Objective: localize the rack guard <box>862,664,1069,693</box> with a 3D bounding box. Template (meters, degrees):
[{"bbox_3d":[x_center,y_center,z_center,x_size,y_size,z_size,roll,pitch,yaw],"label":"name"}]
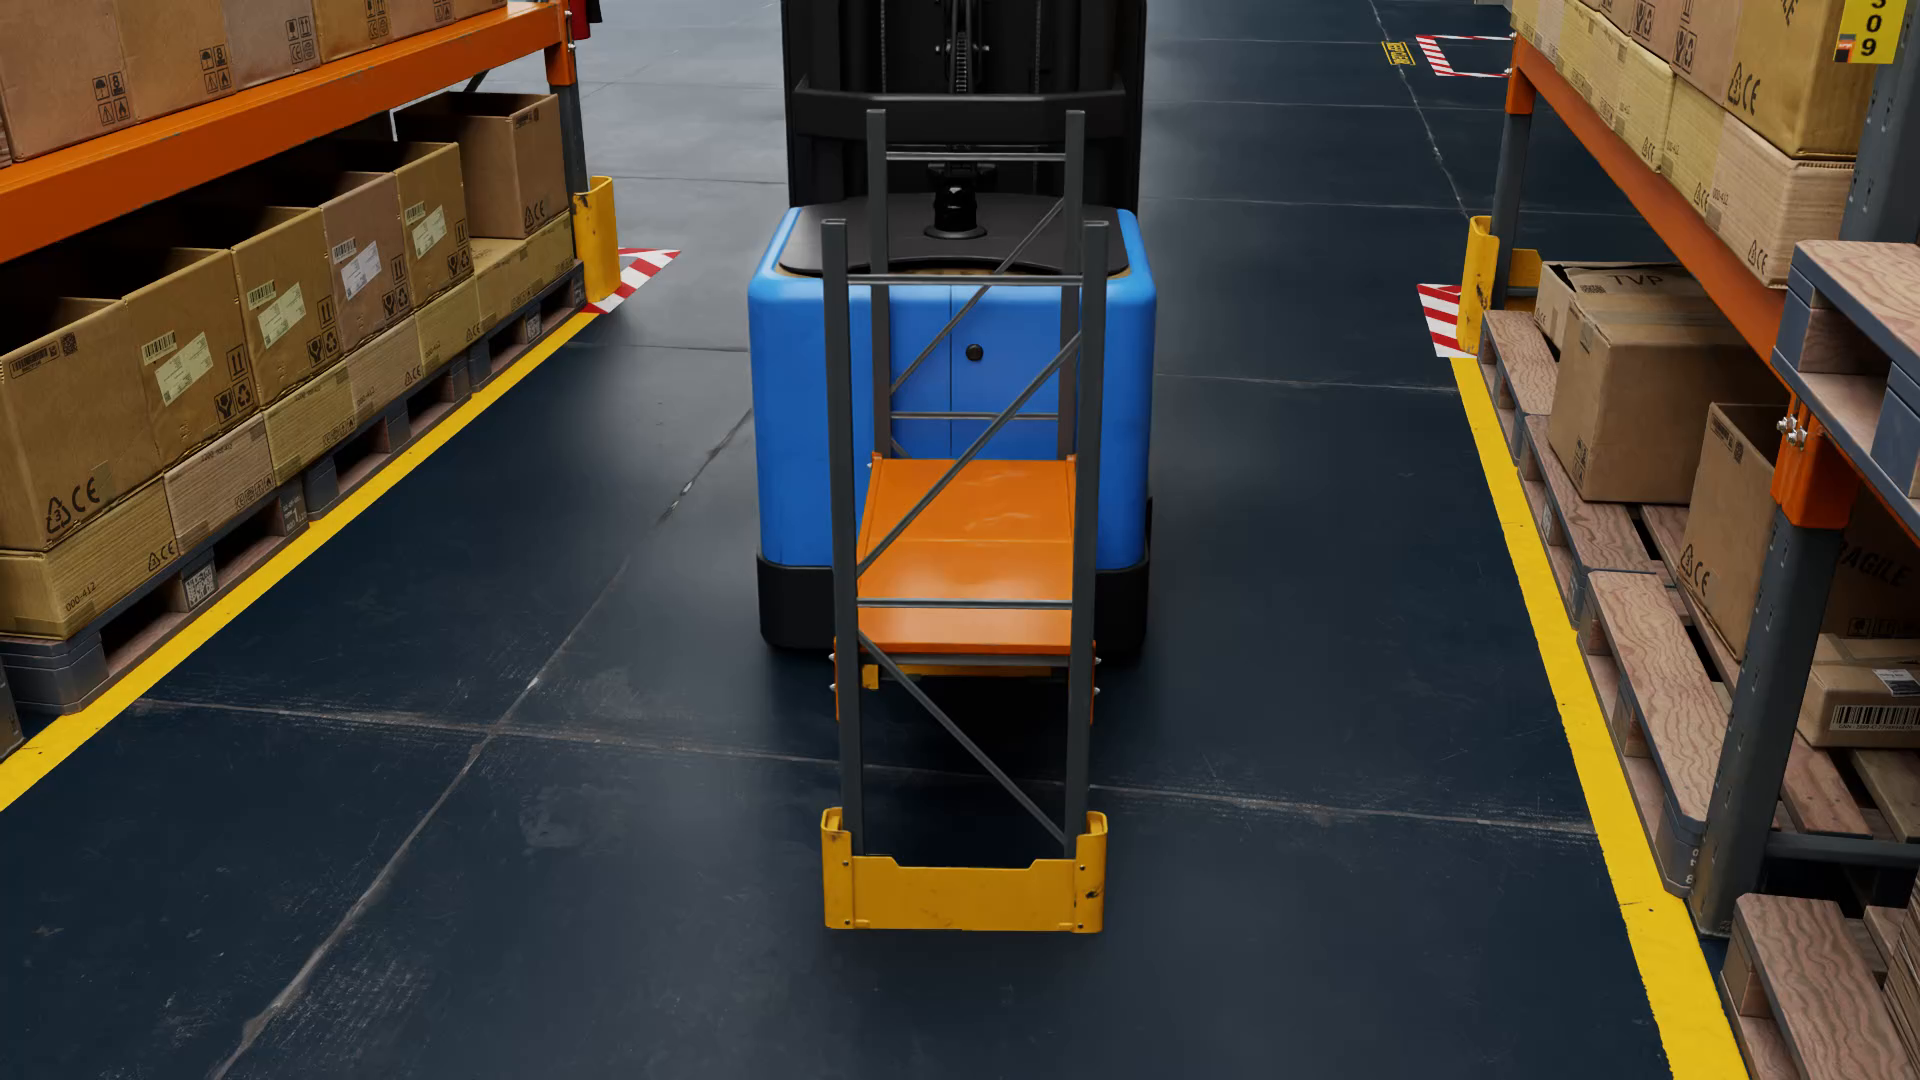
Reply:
[{"bbox_3d":[0.035,0.270,4.379,0.587,0.250,0.087,1,25,1],"label":"rack guard"}]

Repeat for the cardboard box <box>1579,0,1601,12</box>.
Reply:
[{"bbox_3d":[2.145,-1.871,4.977,0.500,0.500,0.500,3,25,7],"label":"cardboard box"}]

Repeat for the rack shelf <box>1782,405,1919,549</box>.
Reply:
[{"bbox_3d":[1.720,0.645,1.182,1.077,0.370,4.000,4,25,9],"label":"rack shelf"}]

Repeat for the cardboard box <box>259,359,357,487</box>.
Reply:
[{"bbox_3d":[-2.292,-0.394,5.302,0.500,0.250,0.500,4,25,9],"label":"cardboard box"}]

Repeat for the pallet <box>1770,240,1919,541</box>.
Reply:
[{"bbox_3d":[1.779,-0.121,2.196,1.003,0.211,1.213,4,25,9],"label":"pallet"}]

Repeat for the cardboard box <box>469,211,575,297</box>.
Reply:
[{"bbox_3d":[-1.983,-1.232,7.092,0.500,0.250,0.500,4,25,9],"label":"cardboard box"}]

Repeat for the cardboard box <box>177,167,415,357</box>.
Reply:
[{"bbox_3d":[-2.213,-0.943,5.590,0.500,0.500,0.500,4,25,9],"label":"cardboard box"}]

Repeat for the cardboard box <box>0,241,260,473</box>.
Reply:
[{"bbox_3d":[-2.382,-0.525,4.698,0.500,0.500,0.500,4,25,9],"label":"cardboard box"}]

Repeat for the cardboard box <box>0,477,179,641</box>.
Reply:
[{"bbox_3d":[-2.466,0.023,4.410,0.500,0.250,0.500,4,25,9],"label":"cardboard box"}]

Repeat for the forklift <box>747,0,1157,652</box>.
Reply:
[{"bbox_3d":[0.018,-1.608,5.228,1.130,2.935,3.031,1,25,1],"label":"forklift"}]

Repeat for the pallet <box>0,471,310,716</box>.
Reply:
[{"bbox_3d":[-2.669,0.074,4.842,1.003,0.211,1.213,4,25,9],"label":"pallet"}]

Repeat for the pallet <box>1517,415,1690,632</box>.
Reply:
[{"bbox_3d":[2.319,-0.049,5.107,1.003,0.211,1.213,4,25,9],"label":"pallet"}]

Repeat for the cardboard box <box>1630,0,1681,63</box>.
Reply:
[{"bbox_3d":[1.988,-1.436,4.049,0.500,0.500,0.500,3,25,7],"label":"cardboard box"}]

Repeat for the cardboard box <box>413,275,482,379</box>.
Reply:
[{"bbox_3d":[-2.133,-0.813,6.196,0.500,0.250,0.500,4,25,9],"label":"cardboard box"}]

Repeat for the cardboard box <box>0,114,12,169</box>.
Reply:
[{"bbox_3d":[-2.774,-1.090,3.923,0.700,0.500,0.500,3,25,7],"label":"cardboard box"}]

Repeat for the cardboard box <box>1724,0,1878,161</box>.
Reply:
[{"bbox_3d":[1.819,-1.017,3.154,0.500,0.500,0.500,4,25,8],"label":"cardboard box"}]

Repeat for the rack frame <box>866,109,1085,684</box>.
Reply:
[{"bbox_3d":[0.036,-0.305,4.131,0.500,1.500,0.032,1,25,1],"label":"rack frame"}]

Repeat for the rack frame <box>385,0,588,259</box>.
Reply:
[{"bbox_3d":[-2.187,-2.532,7.121,1.000,3.000,0.127,4,25,9],"label":"rack frame"}]

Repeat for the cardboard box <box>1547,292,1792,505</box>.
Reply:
[{"bbox_3d":[2.237,-0.432,5.065,0.700,0.500,0.500,2,25,5],"label":"cardboard box"}]

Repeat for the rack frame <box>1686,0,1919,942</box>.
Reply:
[{"bbox_3d":[2.047,-0.517,2.817,1.000,3.000,0.127,4,25,9],"label":"rack frame"}]

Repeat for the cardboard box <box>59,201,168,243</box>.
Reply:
[{"bbox_3d":[-2.809,-0.770,5.221,0.500,0.500,0.500,4,25,9],"label":"cardboard box"}]

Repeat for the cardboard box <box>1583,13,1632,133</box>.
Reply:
[{"bbox_3d":[2.063,-1.307,4.658,0.500,0.250,0.500,4,25,9],"label":"cardboard box"}]

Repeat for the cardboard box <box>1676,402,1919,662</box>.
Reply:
[{"bbox_3d":[2.177,-0.021,4.187,0.500,0.500,0.500,2,25,5],"label":"cardboard box"}]

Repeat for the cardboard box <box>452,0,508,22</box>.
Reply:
[{"bbox_3d":[-2.276,-2.383,6.685,0.700,0.500,0.500,4,25,9],"label":"cardboard box"}]

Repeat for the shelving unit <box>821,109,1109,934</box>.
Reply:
[{"bbox_3d":[0.022,-0.085,3.663,0.587,1.500,1.083,1,25,1],"label":"shelving unit"}]

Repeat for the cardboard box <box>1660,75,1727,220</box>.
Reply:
[{"bbox_3d":[1.915,-0.885,3.757,0.500,0.250,0.500,4,25,9],"label":"cardboard box"}]

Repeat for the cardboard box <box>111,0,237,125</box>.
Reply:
[{"bbox_3d":[-2.609,-1.521,4.843,0.700,0.500,0.500,4,25,9],"label":"cardboard box"}]

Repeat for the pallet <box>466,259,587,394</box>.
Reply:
[{"bbox_3d":[-2.271,-0.946,7.023,1.003,0.211,1.213,4,25,9],"label":"pallet"}]

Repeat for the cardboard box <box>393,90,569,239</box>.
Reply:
[{"bbox_3d":[-1.981,-1.572,6.933,0.500,0.500,0.500,4,25,9],"label":"cardboard box"}]

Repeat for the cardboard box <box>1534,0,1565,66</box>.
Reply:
[{"bbox_3d":[2.237,-1.731,5.563,0.500,0.250,0.500,3,25,7],"label":"cardboard box"}]

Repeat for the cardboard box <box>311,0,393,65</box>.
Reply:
[{"bbox_3d":[-2.444,-1.956,5.772,0.700,0.500,0.500,4,25,9],"label":"cardboard box"}]

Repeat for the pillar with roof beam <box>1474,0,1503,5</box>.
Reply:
[{"bbox_3d":[1.154,-9.872,15.725,9.100,9.000,0.400,4,25,9],"label":"pillar with roof beam"}]

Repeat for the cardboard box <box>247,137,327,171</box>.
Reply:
[{"bbox_3d":[-2.643,-1.188,6.114,0.500,0.500,0.500,4,25,9],"label":"cardboard box"}]

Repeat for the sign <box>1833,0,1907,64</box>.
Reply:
[{"bbox_3d":[1.511,-0.944,2.707,0.100,0.325,0.005,4,25,9],"label":"sign"}]

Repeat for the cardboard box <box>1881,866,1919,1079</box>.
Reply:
[{"bbox_3d":[1.943,0.725,2.593,0.700,0.500,0.500,5,26,10],"label":"cardboard box"}]

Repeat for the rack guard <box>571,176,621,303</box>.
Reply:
[{"bbox_3d":[-2.183,-1.410,7.672,1.175,0.500,0.348,4,25,9],"label":"rack guard"}]
